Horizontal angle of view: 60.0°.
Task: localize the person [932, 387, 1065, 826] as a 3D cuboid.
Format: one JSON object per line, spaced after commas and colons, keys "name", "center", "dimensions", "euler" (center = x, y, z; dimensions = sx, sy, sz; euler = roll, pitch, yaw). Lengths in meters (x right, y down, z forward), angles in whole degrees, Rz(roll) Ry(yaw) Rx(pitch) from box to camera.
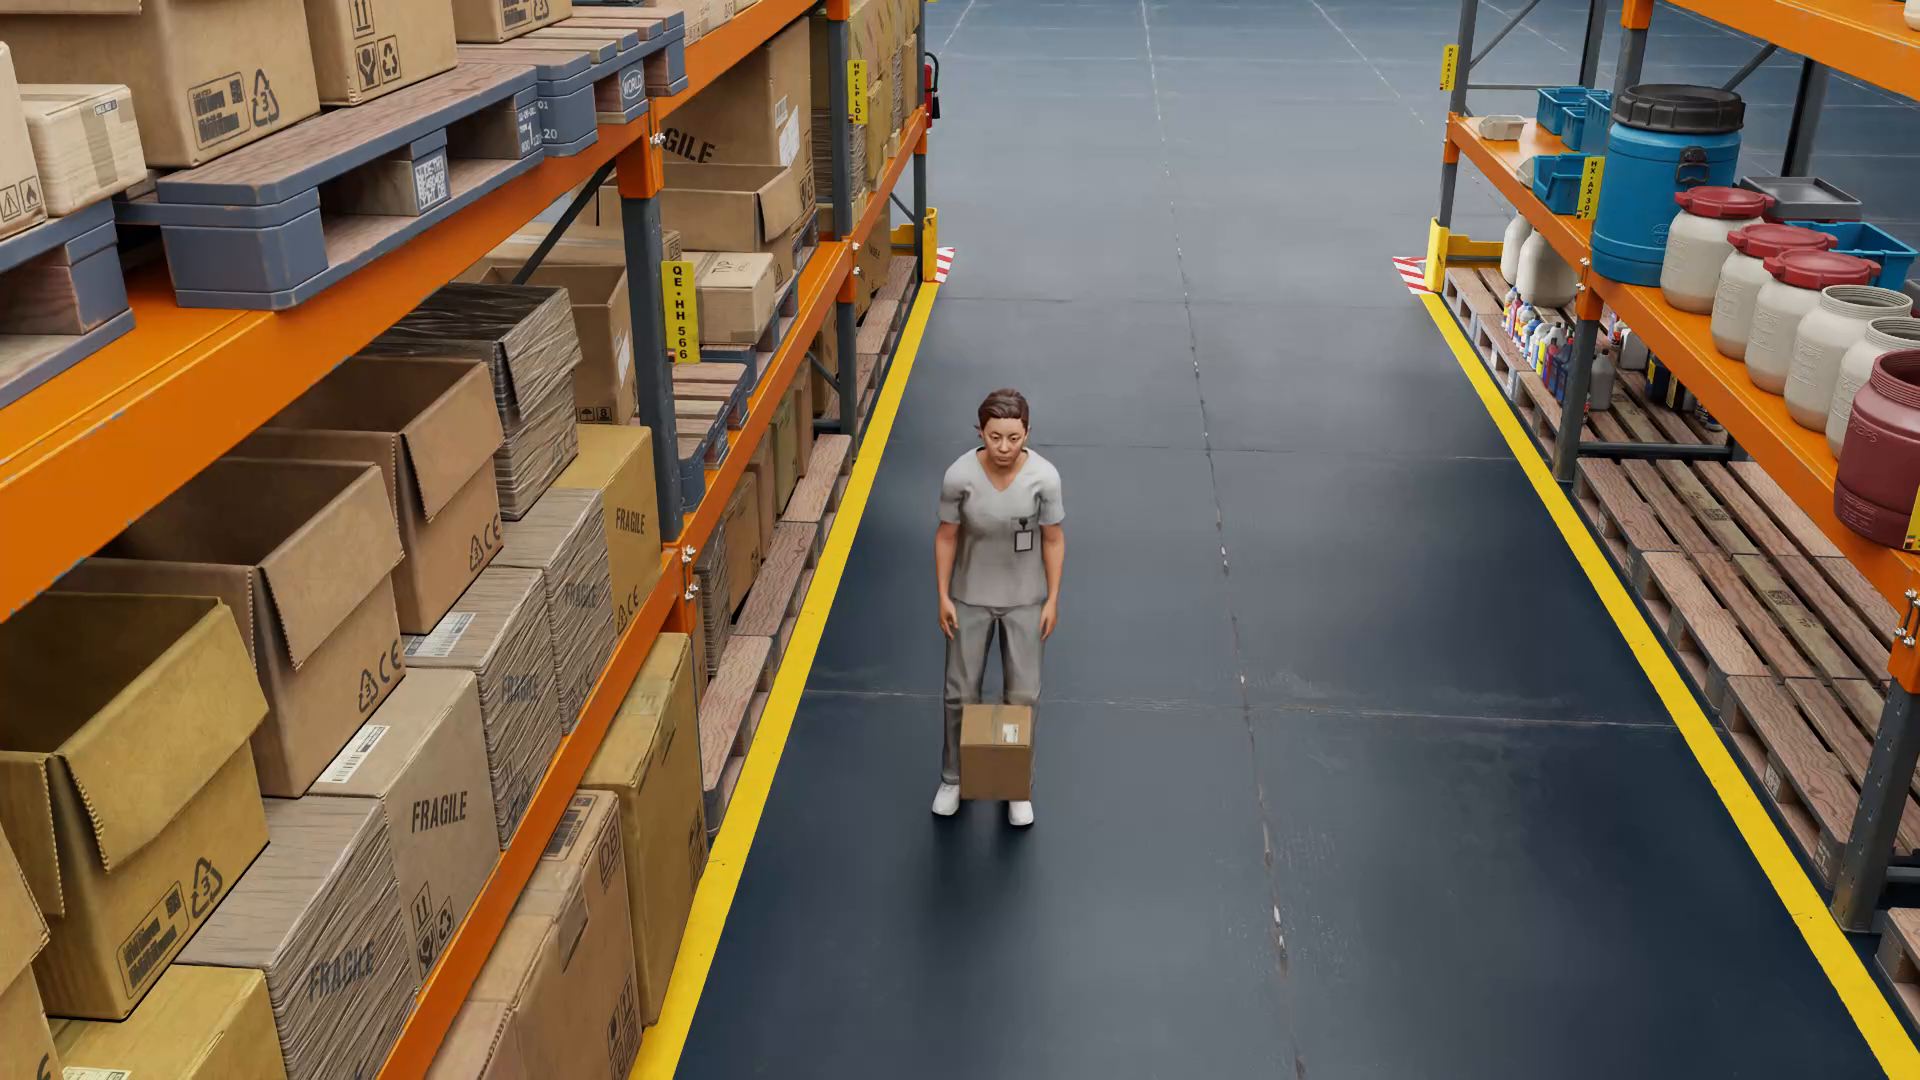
{"name": "person", "center": [0.138, 0.243, 6.073], "dimensions": [0.480, 1.675, 0.415], "euler": [1, 25, 2]}
